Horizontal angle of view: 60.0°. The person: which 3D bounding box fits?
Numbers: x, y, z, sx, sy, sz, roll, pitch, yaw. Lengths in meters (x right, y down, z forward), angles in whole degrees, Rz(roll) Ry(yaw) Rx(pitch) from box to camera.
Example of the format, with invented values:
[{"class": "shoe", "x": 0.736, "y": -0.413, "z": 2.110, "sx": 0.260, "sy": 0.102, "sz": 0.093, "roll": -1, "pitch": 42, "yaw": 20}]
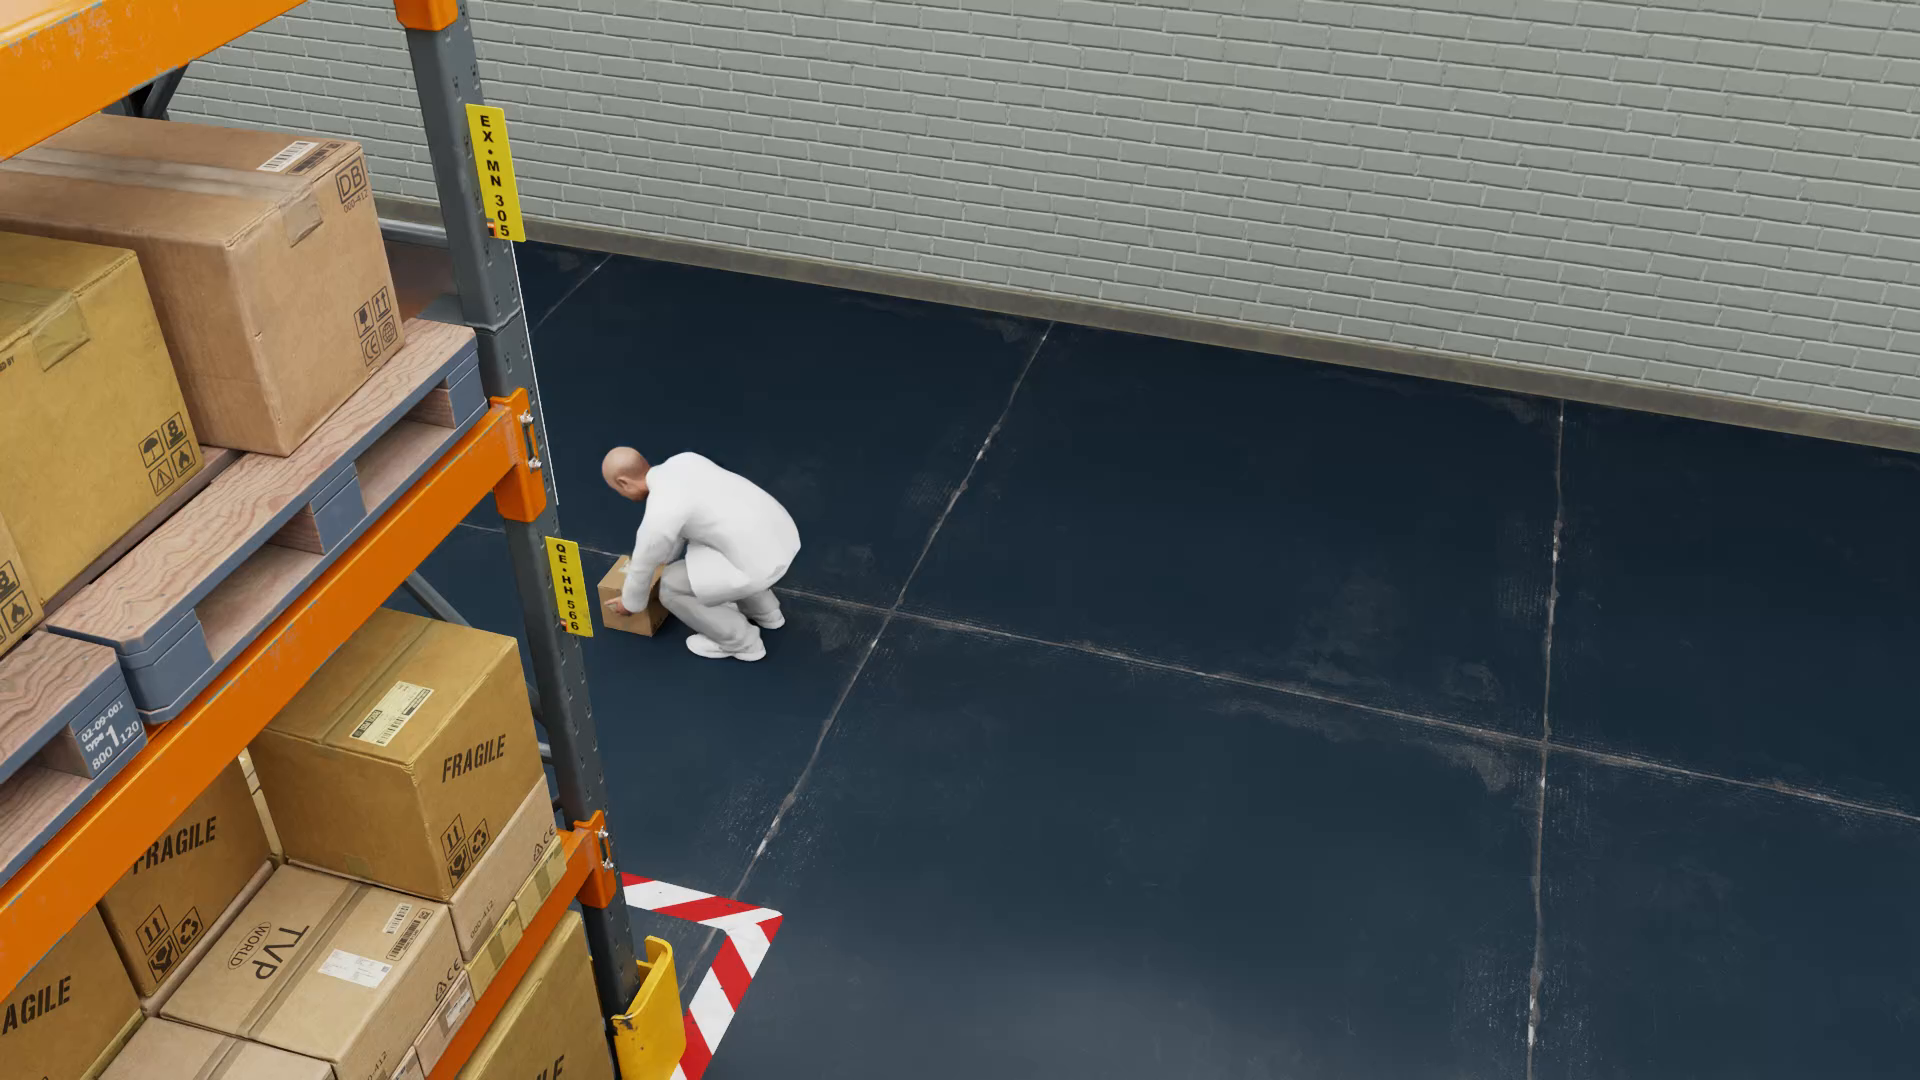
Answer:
[{"class": "person", "x": -1.163, "y": 0.044, "z": 7.516, "sx": 0.896, "sy": 0.981, "sz": 0.611, "roll": 10, "pitch": 38, "yaw": 14}]
